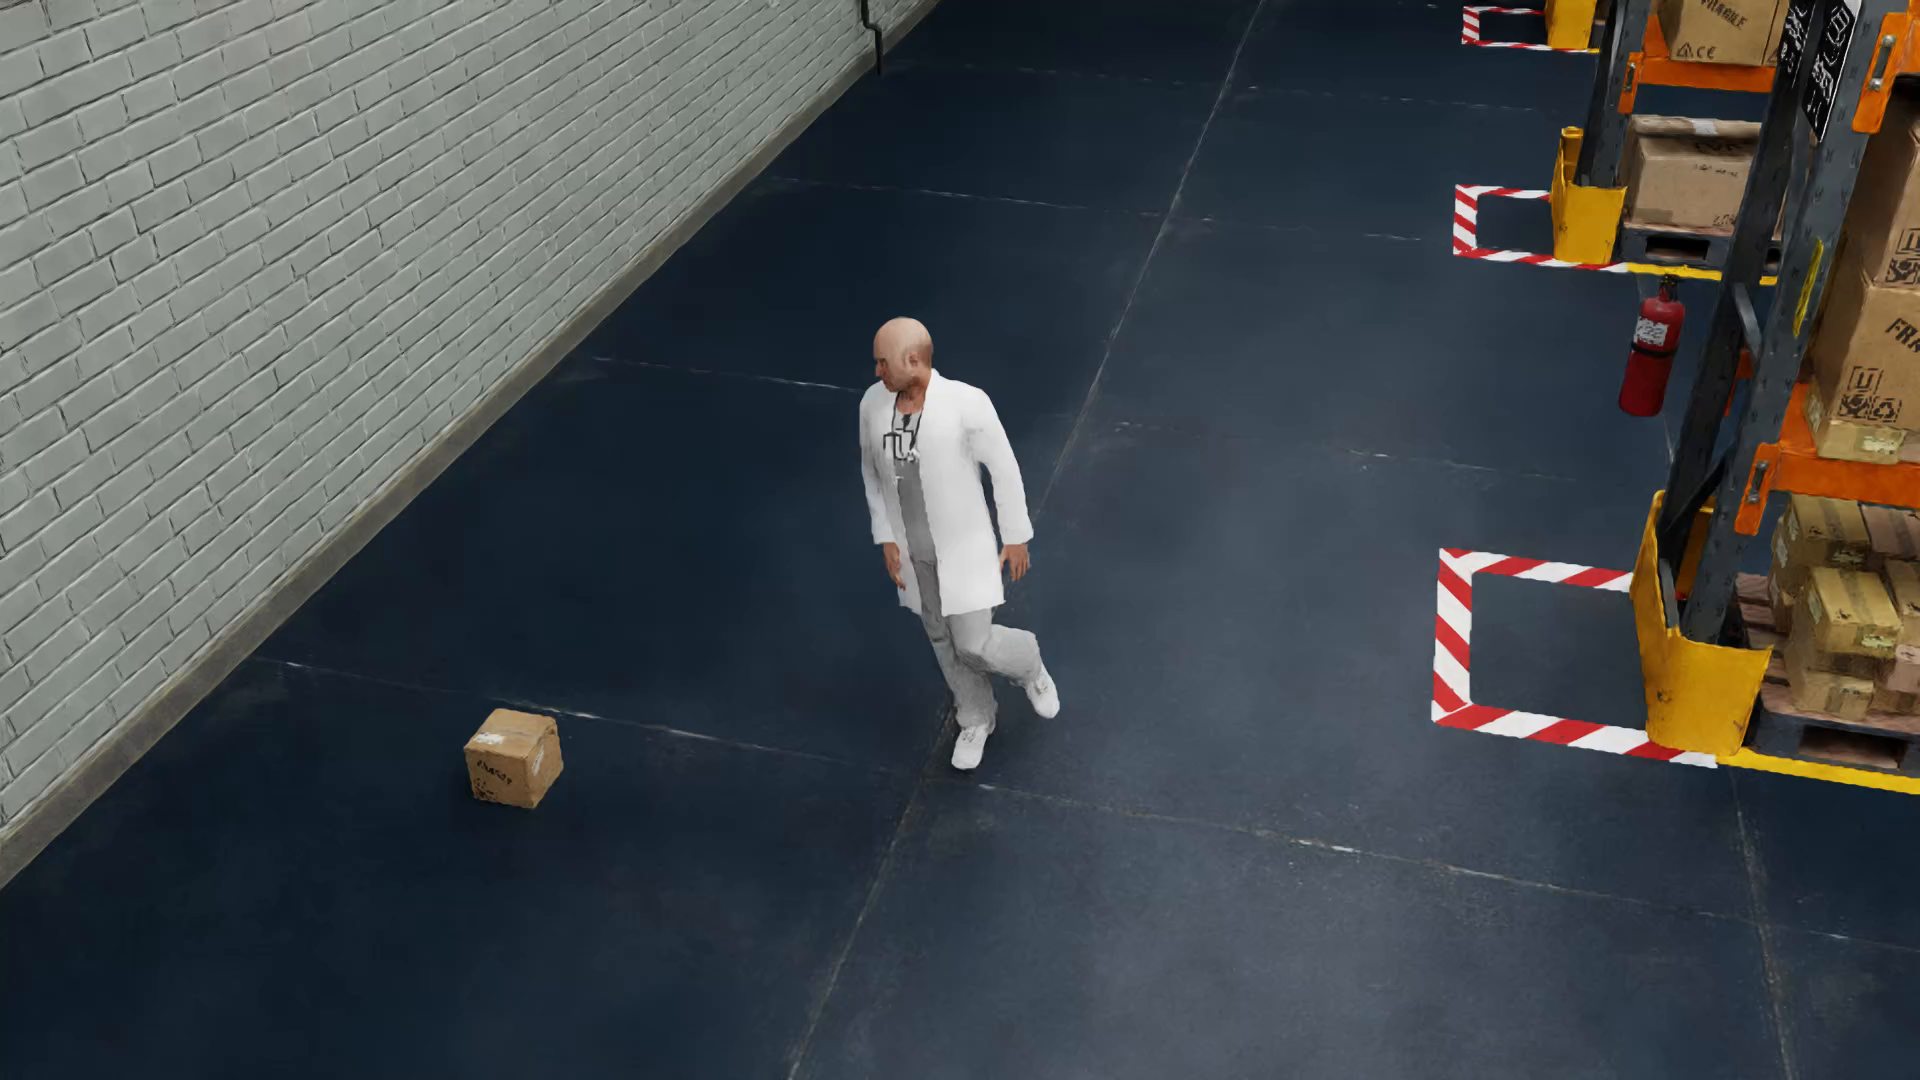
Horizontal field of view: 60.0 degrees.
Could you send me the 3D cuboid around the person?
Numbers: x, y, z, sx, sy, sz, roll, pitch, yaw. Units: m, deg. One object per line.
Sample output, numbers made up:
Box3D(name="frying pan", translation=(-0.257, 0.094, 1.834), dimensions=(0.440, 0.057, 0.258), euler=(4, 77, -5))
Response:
Box3D(name="person", translation=(-0.020, 0.014, 6.159), dimensions=(0.754, 1.721, 0.562), euler=(14, 35, 21))
